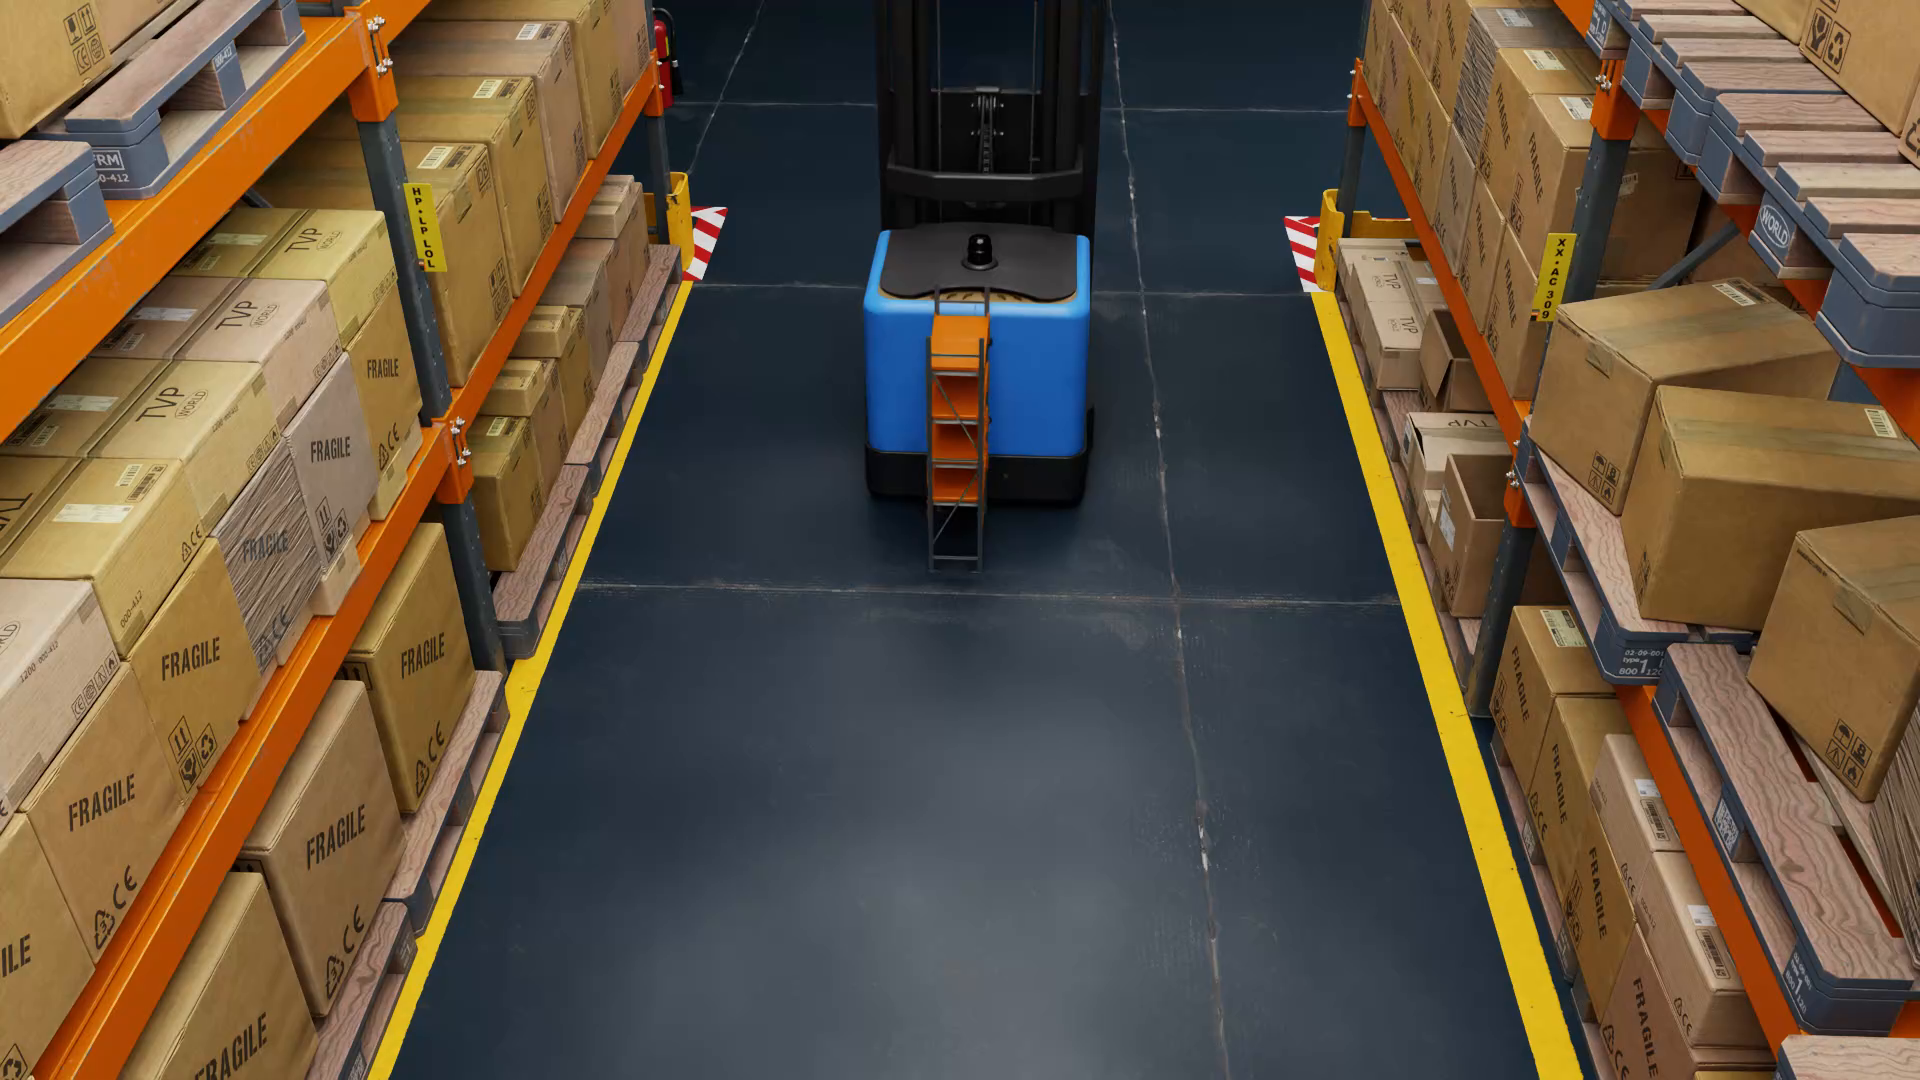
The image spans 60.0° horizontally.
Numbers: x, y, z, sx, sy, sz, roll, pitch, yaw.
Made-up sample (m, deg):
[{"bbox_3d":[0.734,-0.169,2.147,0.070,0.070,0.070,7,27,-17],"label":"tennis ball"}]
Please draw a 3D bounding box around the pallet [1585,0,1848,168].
[{"bbox_3d":[2.465,-1.305,4.553,1.213,0.211,1.003,1,35,2],"label":"pallet"}]

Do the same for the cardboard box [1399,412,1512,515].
[{"bbox_3d":[2.331,-0.373,7.628,0.500,0.311,0.500,1,35,2],"label":"cardboard box"}]

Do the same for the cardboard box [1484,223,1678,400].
[{"bbox_3d":[2.325,-0.862,6.281,0.500,0.500,0.500,2,35,3],"label":"cardboard box"}]

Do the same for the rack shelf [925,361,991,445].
[{"bbox_3d":[-0.006,-0.610,7.302,0.258,0.148,0.480,2,35,3],"label":"rack shelf"}]

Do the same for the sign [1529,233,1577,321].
[{"bbox_3d":[2.019,-0.890,5.655,0.100,0.325,0.005,1,35,2],"label":"sign"}]

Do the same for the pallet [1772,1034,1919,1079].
[{"bbox_3d":[2.358,1.457,3.234,1.213,0.211,1.003,1,35,2],"label":"pallet"}]

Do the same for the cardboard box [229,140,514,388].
[{"bbox_3d":[-2.350,-1.074,6.409,0.980,0.700,0.700,2,35,3],"label":"cardboard box"}]

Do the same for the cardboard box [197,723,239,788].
[{"bbox_3d":[-2.236,0.536,4.579,0.380,0.149,0.250,2,35,3],"label":"cardboard box"}]

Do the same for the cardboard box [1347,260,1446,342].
[{"bbox_3d":[2.397,-1.288,8.983,0.500,0.250,0.500,1,35,2],"label":"cardboard box"}]

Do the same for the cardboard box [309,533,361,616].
[{"bbox_3d":[-2.113,0.101,5.198,0.380,0.149,0.250,1,35,2],"label":"cardboard box"}]

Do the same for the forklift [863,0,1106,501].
[{"bbox_3d":[0.158,-2.210,8.345,1.130,2.935,3.031,2,35,3],"label":"forklift"}]

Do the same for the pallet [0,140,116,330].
[{"bbox_3d":[-2.534,-0.506,3.417,1.003,0.211,1.213,3,35,4],"label":"pallet"}]

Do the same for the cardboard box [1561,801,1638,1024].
[{"bbox_3d":[2.261,1.181,5.253,0.500,0.500,0.500,2,35,2],"label":"cardboard box"}]

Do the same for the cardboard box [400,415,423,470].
[{"bbox_3d":[-2.119,-0.345,5.833,0.380,0.149,0.250,2,35,2],"label":"cardboard box"}]

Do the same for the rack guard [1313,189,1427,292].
[{"bbox_3d":[2.719,-1.760,9.819,1.175,0.500,0.348,1,35,2],"label":"rack guard"}]

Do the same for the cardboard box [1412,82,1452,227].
[{"bbox_3d":[2.381,-1.746,7.539,0.500,0.500,0.500,2,35,3],"label":"cardboard box"}]

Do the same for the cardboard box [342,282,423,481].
[{"bbox_3d":[-2.155,-0.540,5.547,0.500,0.500,0.500,1,35,1],"label":"cardboard box"}]

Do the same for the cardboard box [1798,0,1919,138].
[{"bbox_3d":[2.464,-1.337,3.896,0.600,0.600,0.600,1,35,1],"label":"cardboard box"}]

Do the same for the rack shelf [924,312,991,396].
[{"bbox_3d":[-0.006,-0.803,7.166,0.258,0.148,0.480,2,35,3],"label":"rack shelf"}]

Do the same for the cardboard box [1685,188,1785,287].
[{"bbox_3d":[2.862,-1.242,5.952,0.500,0.500,0.500,2,35,3],"label":"cardboard box"}]

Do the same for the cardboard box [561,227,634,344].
[{"bbox_3d":[-2.176,-1.396,8.936,0.700,0.500,0.500,1,35,2],"label":"cardboard box"}]

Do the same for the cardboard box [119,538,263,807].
[{"bbox_3d":[-2.209,0.329,4.311,0.500,0.500,0.500,2,35,3],"label":"cardboard box"}]

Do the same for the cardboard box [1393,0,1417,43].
[{"bbox_3d":[2.428,-2.727,8.065,0.500,0.500,0.500,2,35,2],"label":"cardboard box"}]

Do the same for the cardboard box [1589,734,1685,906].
[{"bbox_3d":[2.259,0.855,5.064,0.500,0.250,0.500,1,35,2],"label":"cardboard box"}]

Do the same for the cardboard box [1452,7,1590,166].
[{"bbox_3d":[2.362,-1.859,6.829,0.500,0.500,0.500,2,35,2],"label":"cardboard box"}]

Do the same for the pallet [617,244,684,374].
[{"bbox_3d":[-2.181,-1.336,9.468,1.003,0.211,1.213,1,35,2],"label":"pallet"}]

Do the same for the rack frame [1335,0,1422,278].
[{"bbox_3d":[2.722,-2.826,9.163,1.000,3.000,0.127,1,35,2],"label":"rack frame"}]

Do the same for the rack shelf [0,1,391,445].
[{"bbox_3d":[-2.469,-0.424,3.762,1.077,0.370,4.000,1,35,2],"label":"rack shelf"}]

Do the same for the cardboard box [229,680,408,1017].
[{"bbox_3d":[-2.317,0.955,5.287,0.750,0.750,0.750,2,35,3],"label":"cardboard box"}]

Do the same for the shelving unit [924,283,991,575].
[{"bbox_3d":[-0.006,-0.482,7.392,0.258,1.200,0.503,2,35,3],"label":"shelving unit"}]

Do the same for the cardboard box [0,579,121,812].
[{"bbox_3d":[-2.236,0.329,3.658,0.500,0.250,0.500,2,35,2],"label":"cardboard box"}]

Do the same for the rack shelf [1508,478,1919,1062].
[{"bbox_3d":[2.481,0.915,4.465,1.077,0.370,4.000,1,35,2],"label":"rack shelf"}]

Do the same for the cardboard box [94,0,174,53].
[{"bbox_3d":[-2.533,-1.585,4.319,0.700,0.500,0.500,0,35,-1],"label":"cardboard box"}]

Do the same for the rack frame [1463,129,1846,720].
[{"bbox_3d":[2.562,-0.528,5.893,1.000,3.000,0.127,1,35,2],"label":"rack frame"}]

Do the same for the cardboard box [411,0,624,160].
[{"bbox_3d":[-2.256,-2.350,8.224,0.980,0.700,0.700,1,35,2],"label":"cardboard box"}]

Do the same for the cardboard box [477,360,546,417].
[{"bbox_3d":[-2.060,-0.675,7.346,0.380,0.149,0.250,2,35,3],"label":"cardboard box"}]

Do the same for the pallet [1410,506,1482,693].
[{"bbox_3d":[2.590,0.218,7.256,1.003,0.211,1.213,1,35,2],"label":"pallet"}]

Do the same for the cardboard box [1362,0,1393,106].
[{"bbox_3d":[2.441,-2.618,8.780,0.500,0.500,0.500,2,35,3],"label":"cardboard box"}]

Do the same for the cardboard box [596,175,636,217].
[{"bbox_3d":[-1.979,-1.871,9.047,0.380,0.149,0.250,1,35,1],"label":"cardboard box"}]

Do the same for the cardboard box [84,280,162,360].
[{"bbox_3d":[-2.681,-0.559,4.921,0.500,0.250,0.500,2,35,2],"label":"cardboard box"}]

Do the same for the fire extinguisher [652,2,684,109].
[{"bbox_3d":[-1.760,-2.830,9.560,0.296,0.674,0.183,1,35,2],"label":"fire extinguisher"}]

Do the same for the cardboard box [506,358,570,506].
[{"bbox_3d":[-2.232,-0.505,7.669,0.700,0.500,0.500,1,35,1],"label":"cardboard box"}]

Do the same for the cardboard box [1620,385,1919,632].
[{"bbox_3d":[2.355,-0.077,4.799,0.700,0.500,0.500,7,36,9],"label":"cardboard box"}]
